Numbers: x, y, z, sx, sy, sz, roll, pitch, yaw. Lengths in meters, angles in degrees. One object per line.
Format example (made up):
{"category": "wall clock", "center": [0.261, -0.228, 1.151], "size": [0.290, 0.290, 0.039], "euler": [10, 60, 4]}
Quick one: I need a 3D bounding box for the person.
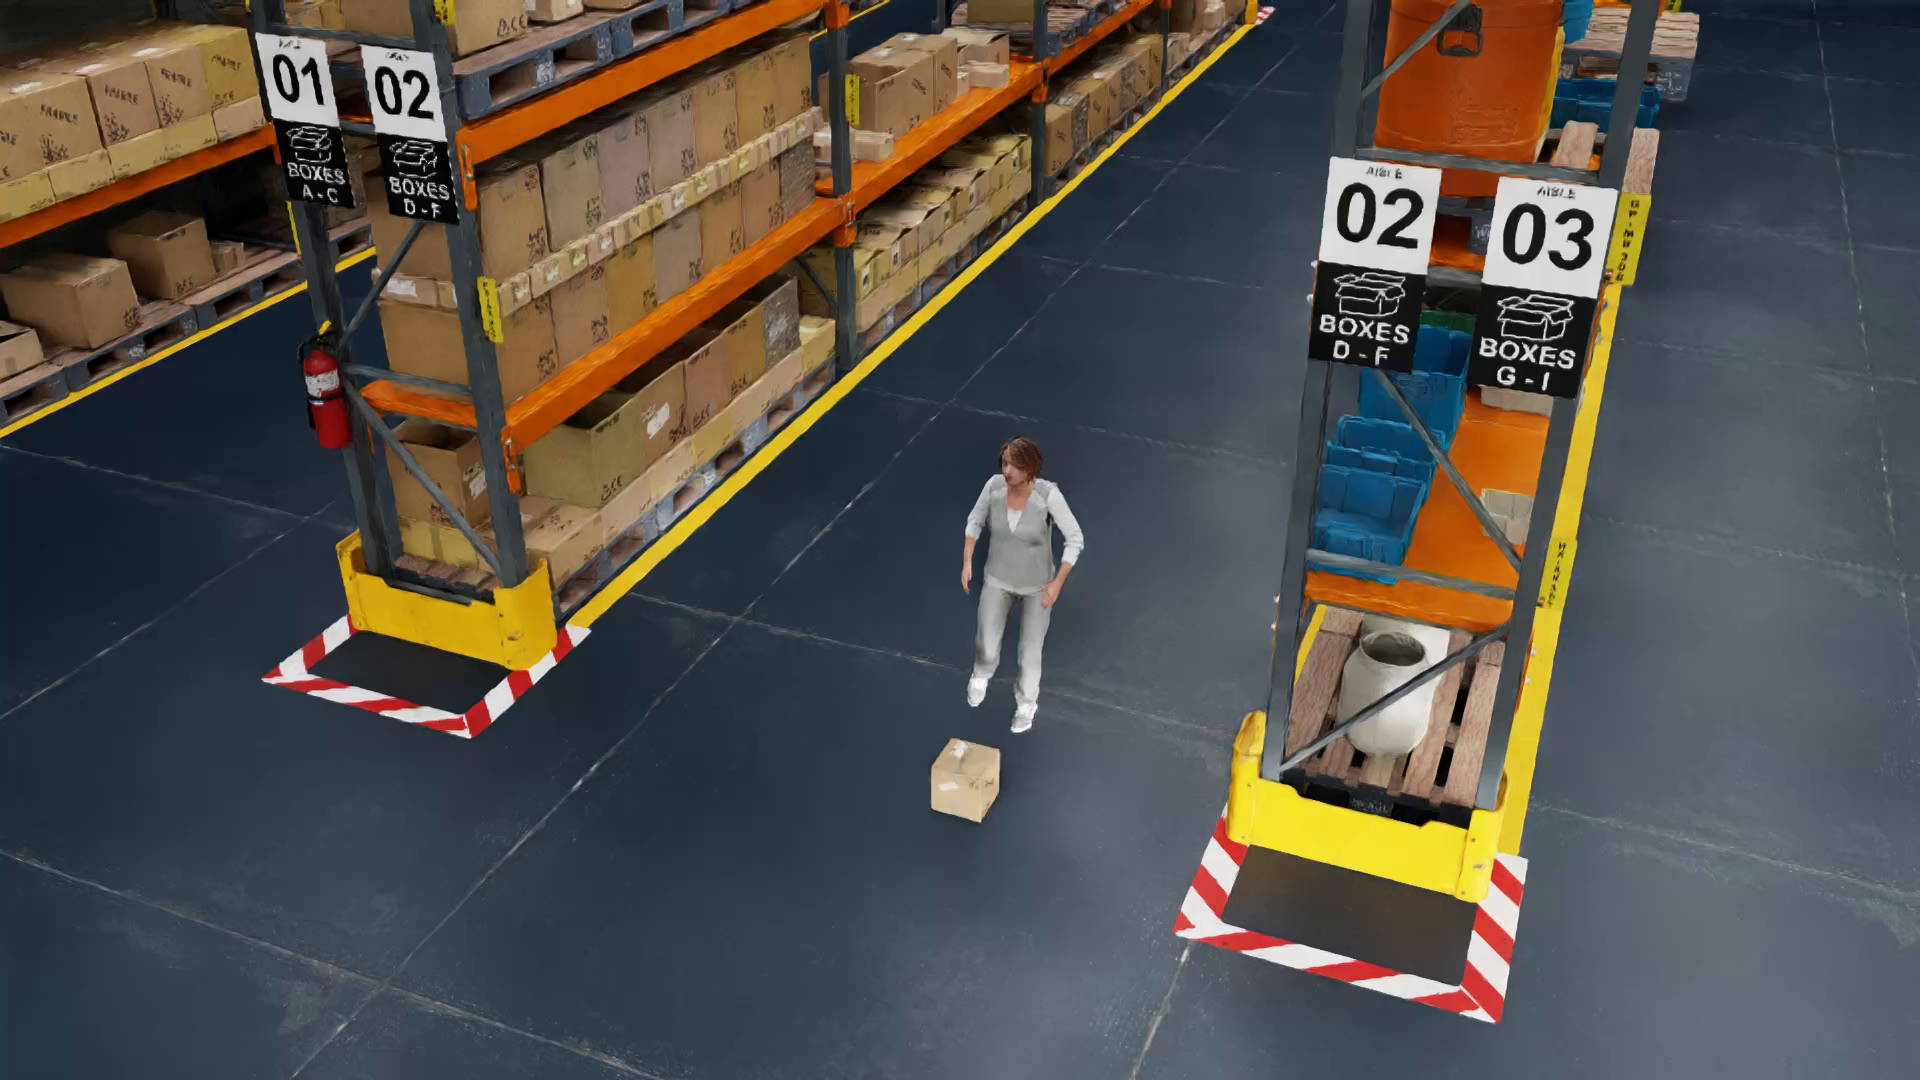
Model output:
{"category": "person", "center": [0.293, 0.236, 8.022], "size": [0.585, 1.567, 0.439], "euler": [5, 30, 8]}
